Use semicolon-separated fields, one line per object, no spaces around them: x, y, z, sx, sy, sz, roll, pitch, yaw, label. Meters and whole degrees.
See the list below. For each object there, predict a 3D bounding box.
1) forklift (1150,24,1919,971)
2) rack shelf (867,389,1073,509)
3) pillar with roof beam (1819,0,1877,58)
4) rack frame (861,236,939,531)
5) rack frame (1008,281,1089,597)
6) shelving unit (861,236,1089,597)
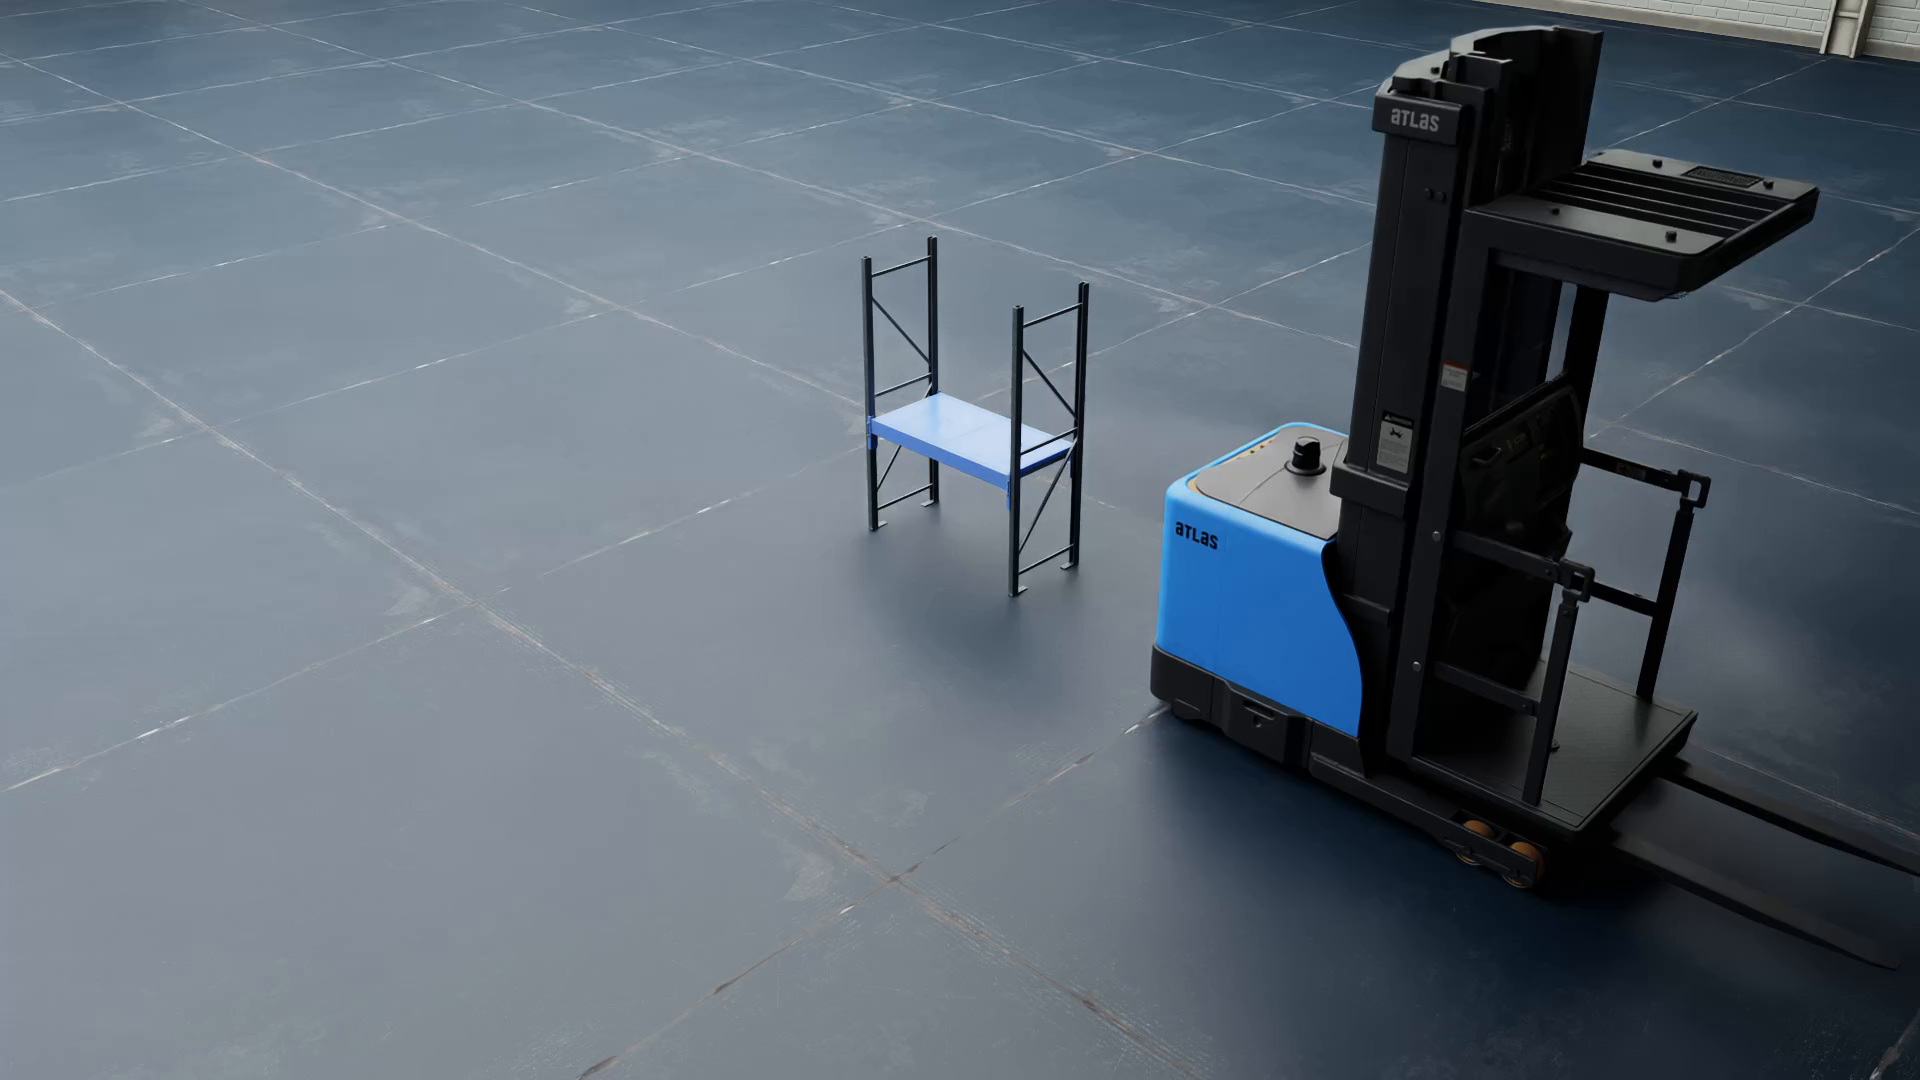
2.253;-0.264;6.102;3.031;2.935;1.130;24;36;38;forklift
0.061;-0.477;8.432;1.000;0.185;0.538;25;36;38;rack shelf
7.438;-8.327;14.918;0.400;9.000;9.100;25;36;38;pillar with roof beam
-0.302;-0.802;8.663;0.032;1.500;0.500;25;36;38;rack frame
0.423;-0.470;8.033;0.032;1.500;0.500;25;36;38;rack frame
0.061;-0.636;8.348;1.048;1.500;0.538;25;36;38;shelving unit
